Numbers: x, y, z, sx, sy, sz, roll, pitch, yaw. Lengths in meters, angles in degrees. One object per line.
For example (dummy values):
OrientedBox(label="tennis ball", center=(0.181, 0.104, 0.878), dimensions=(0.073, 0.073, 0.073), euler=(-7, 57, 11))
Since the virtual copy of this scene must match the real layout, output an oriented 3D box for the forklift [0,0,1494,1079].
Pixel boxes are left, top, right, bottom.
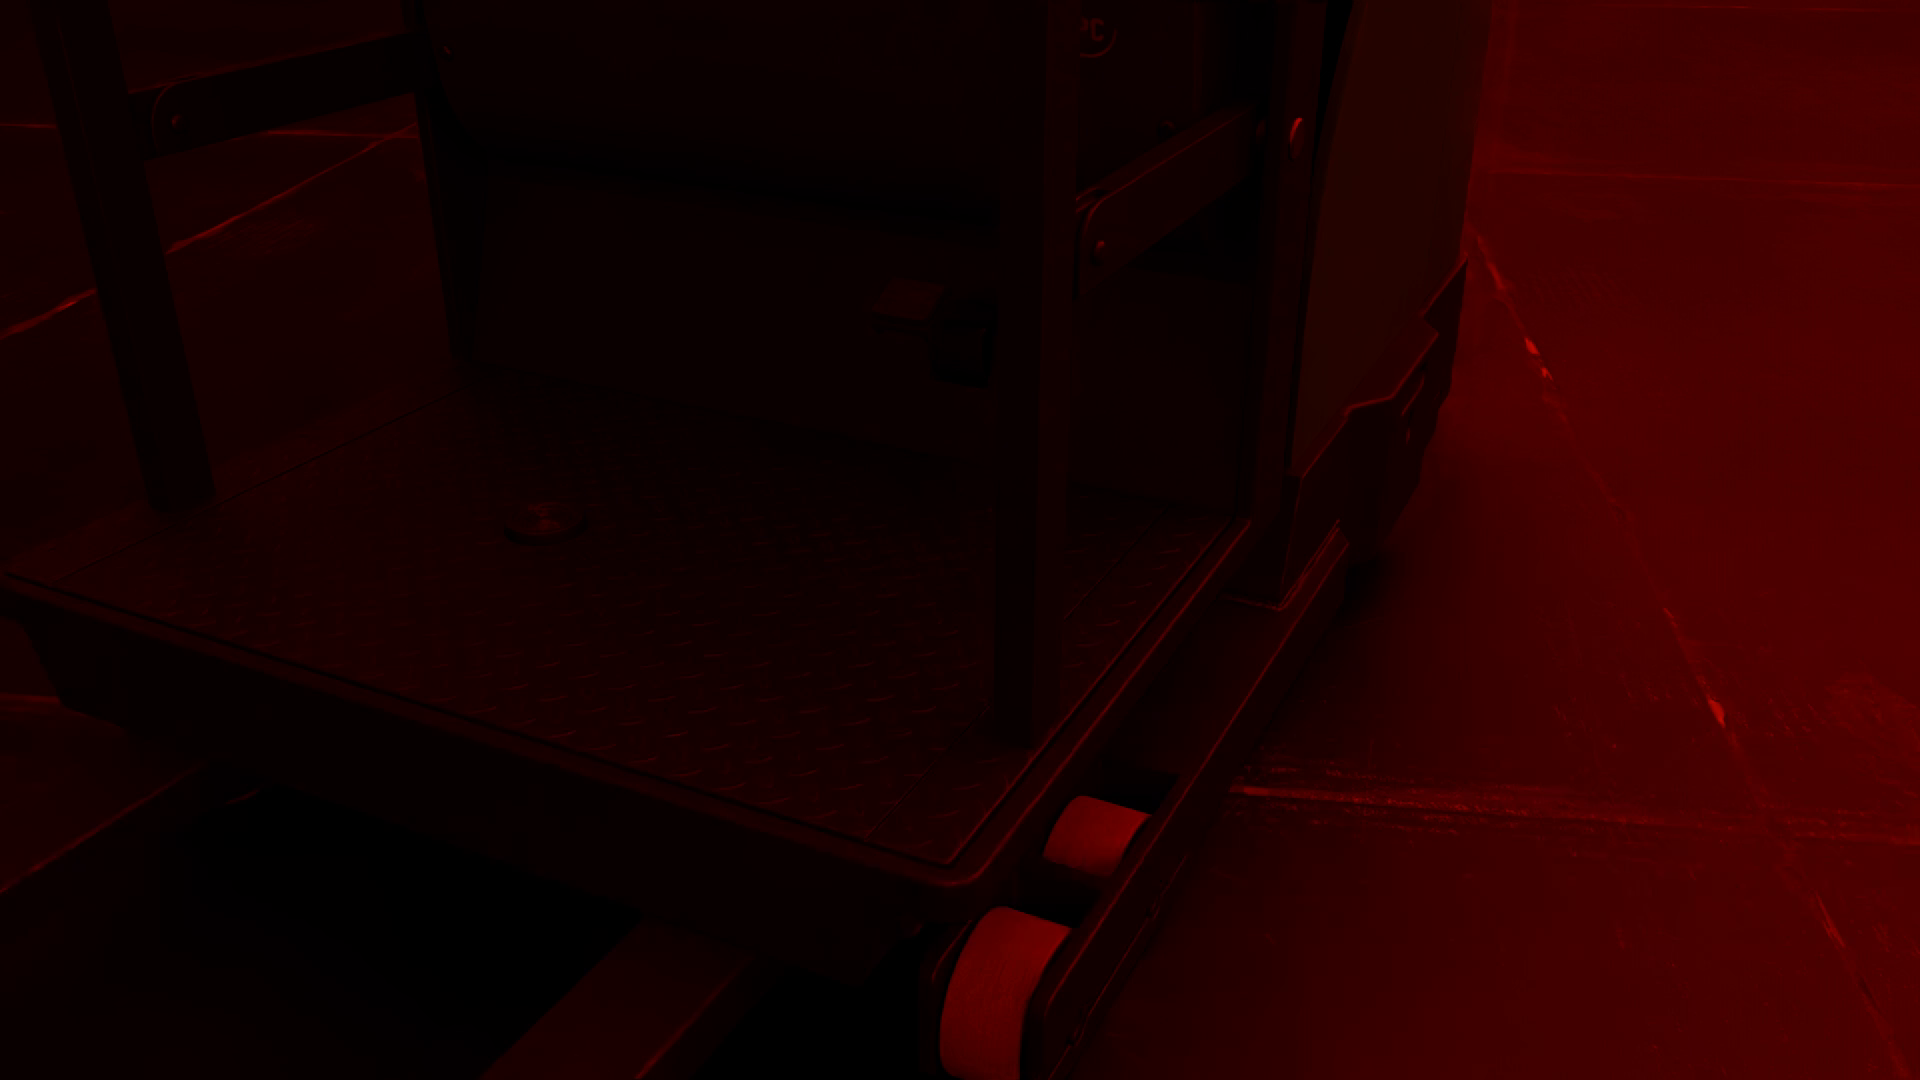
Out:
OrientedBox(label="forklift", center=(-0.269, -1.037, 1.295), dimensions=(1.130, 2.935, 3.031), euler=(13, 29, 24))
